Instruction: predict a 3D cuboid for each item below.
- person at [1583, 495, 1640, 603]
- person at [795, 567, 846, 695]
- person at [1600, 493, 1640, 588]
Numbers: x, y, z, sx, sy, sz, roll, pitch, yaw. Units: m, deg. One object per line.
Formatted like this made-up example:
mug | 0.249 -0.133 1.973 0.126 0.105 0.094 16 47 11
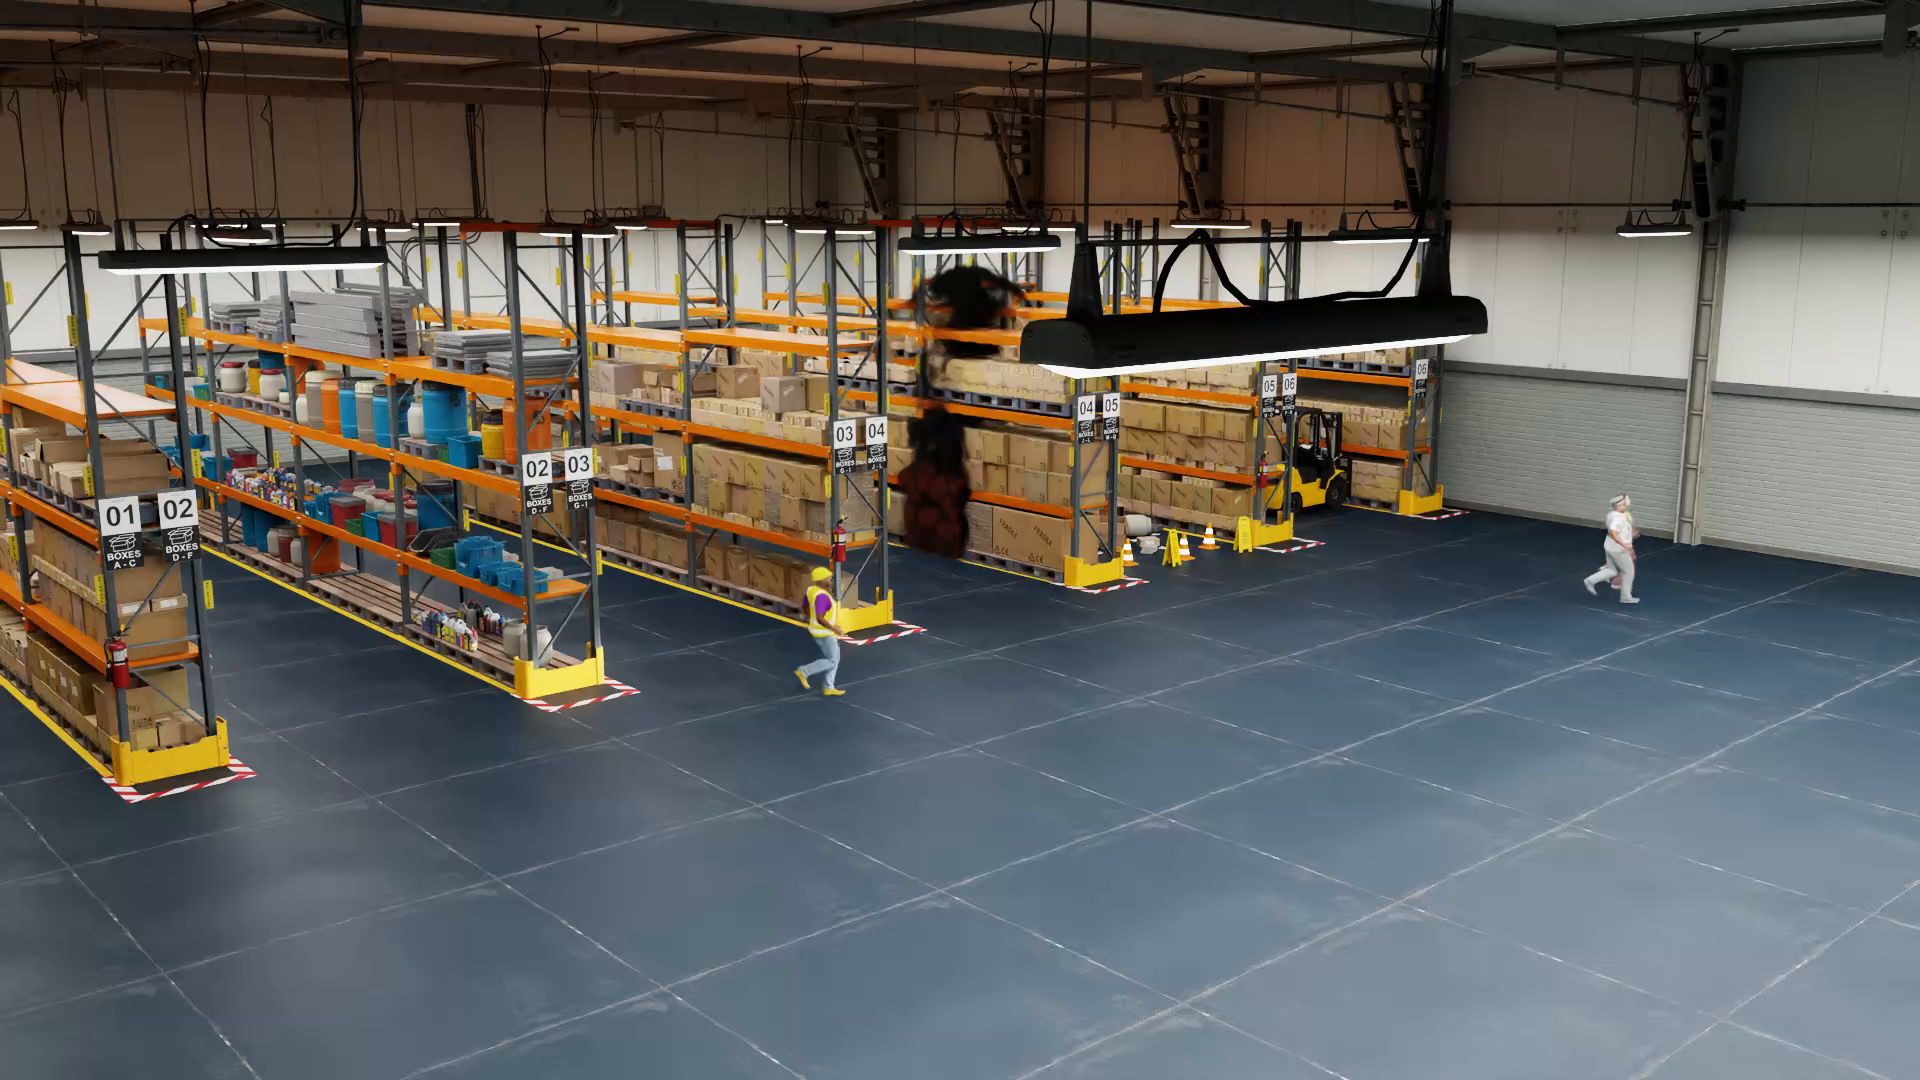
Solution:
person | 10.538 0.140 26.722 0.886 1.751 0.676 1 11 4
person | -1.839 1.203 21.605 0.697 1.733 0.679 -4 12 -19
person | 11.003 0.021 27.695 0.563 1.601 0.577 3 12 17
